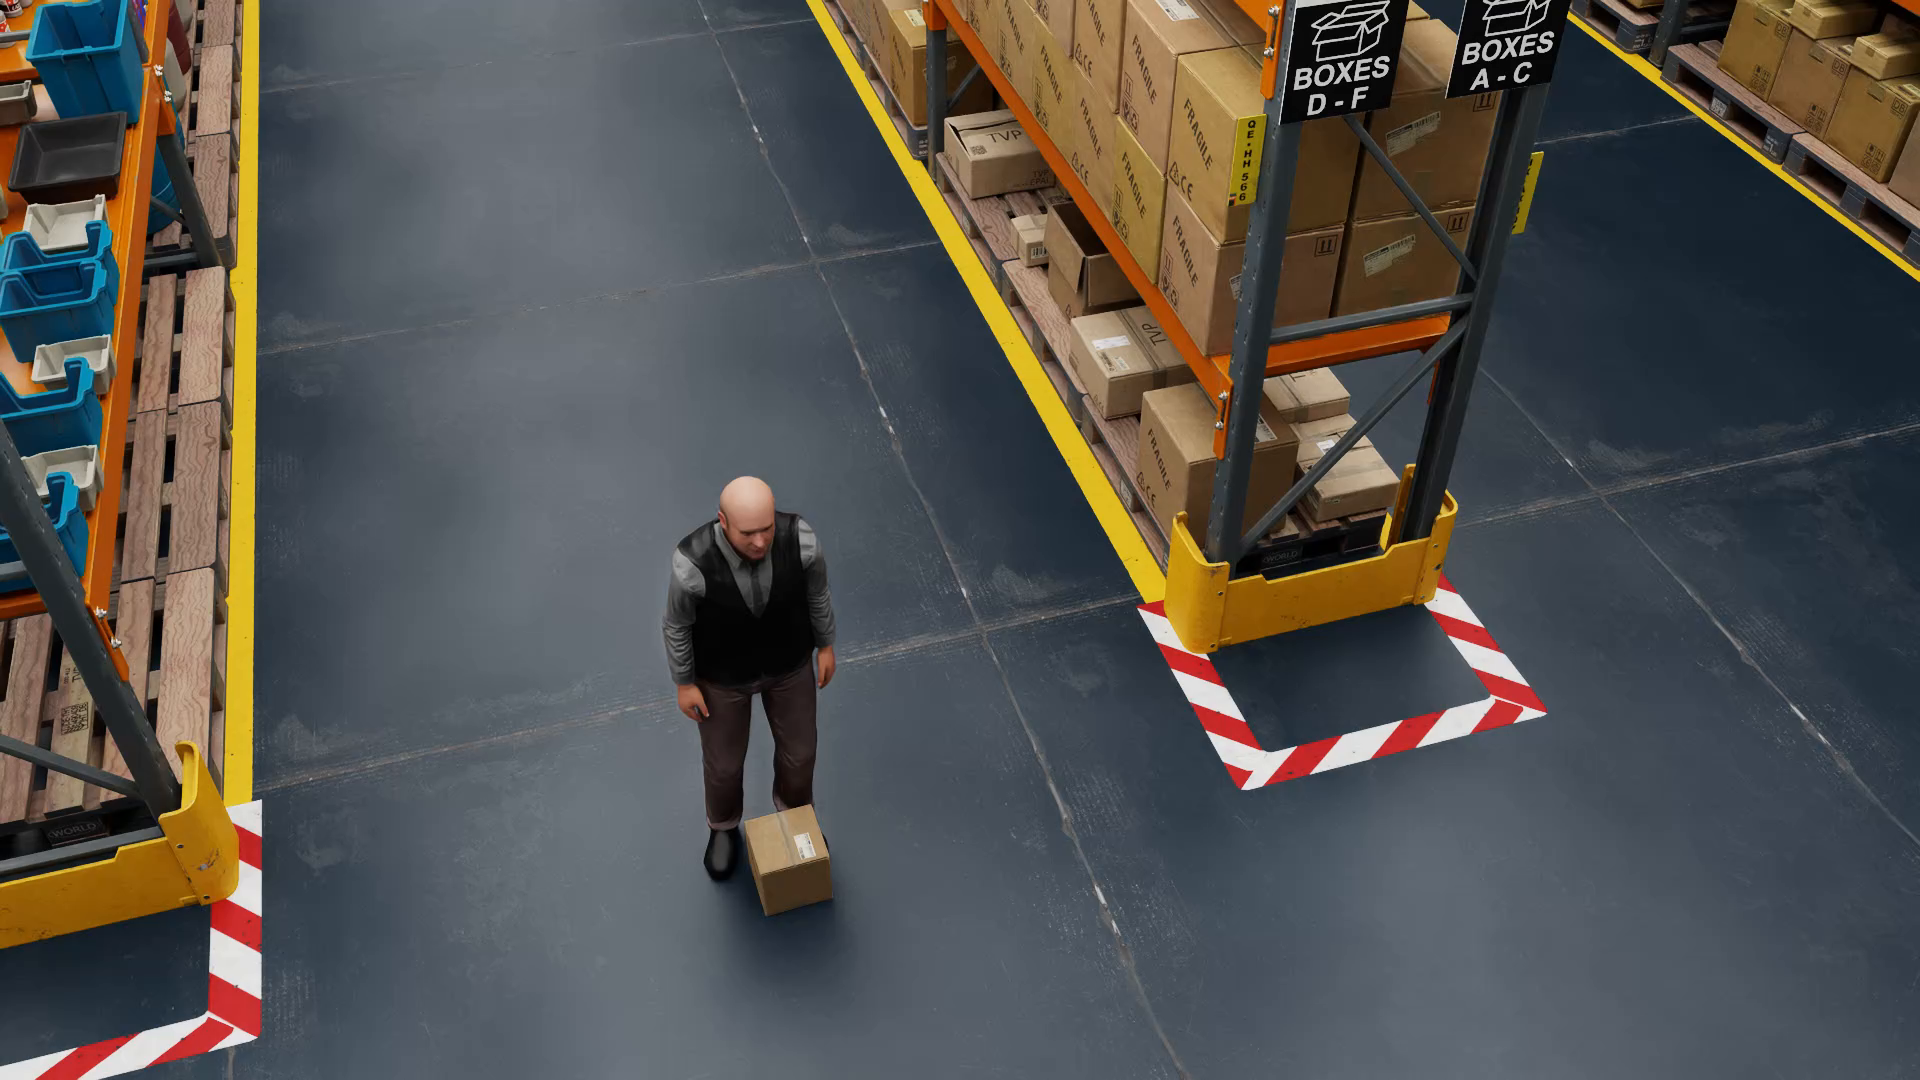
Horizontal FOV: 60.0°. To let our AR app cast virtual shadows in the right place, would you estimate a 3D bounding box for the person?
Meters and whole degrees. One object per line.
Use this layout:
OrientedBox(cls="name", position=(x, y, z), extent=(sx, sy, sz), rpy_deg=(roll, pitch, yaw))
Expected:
OrientedBox(cls="person", position=(-0.696, 0.443, 5.685), extent=(0.587, 1.720, 0.475), rpy_deg=(-14, 44, -15))
